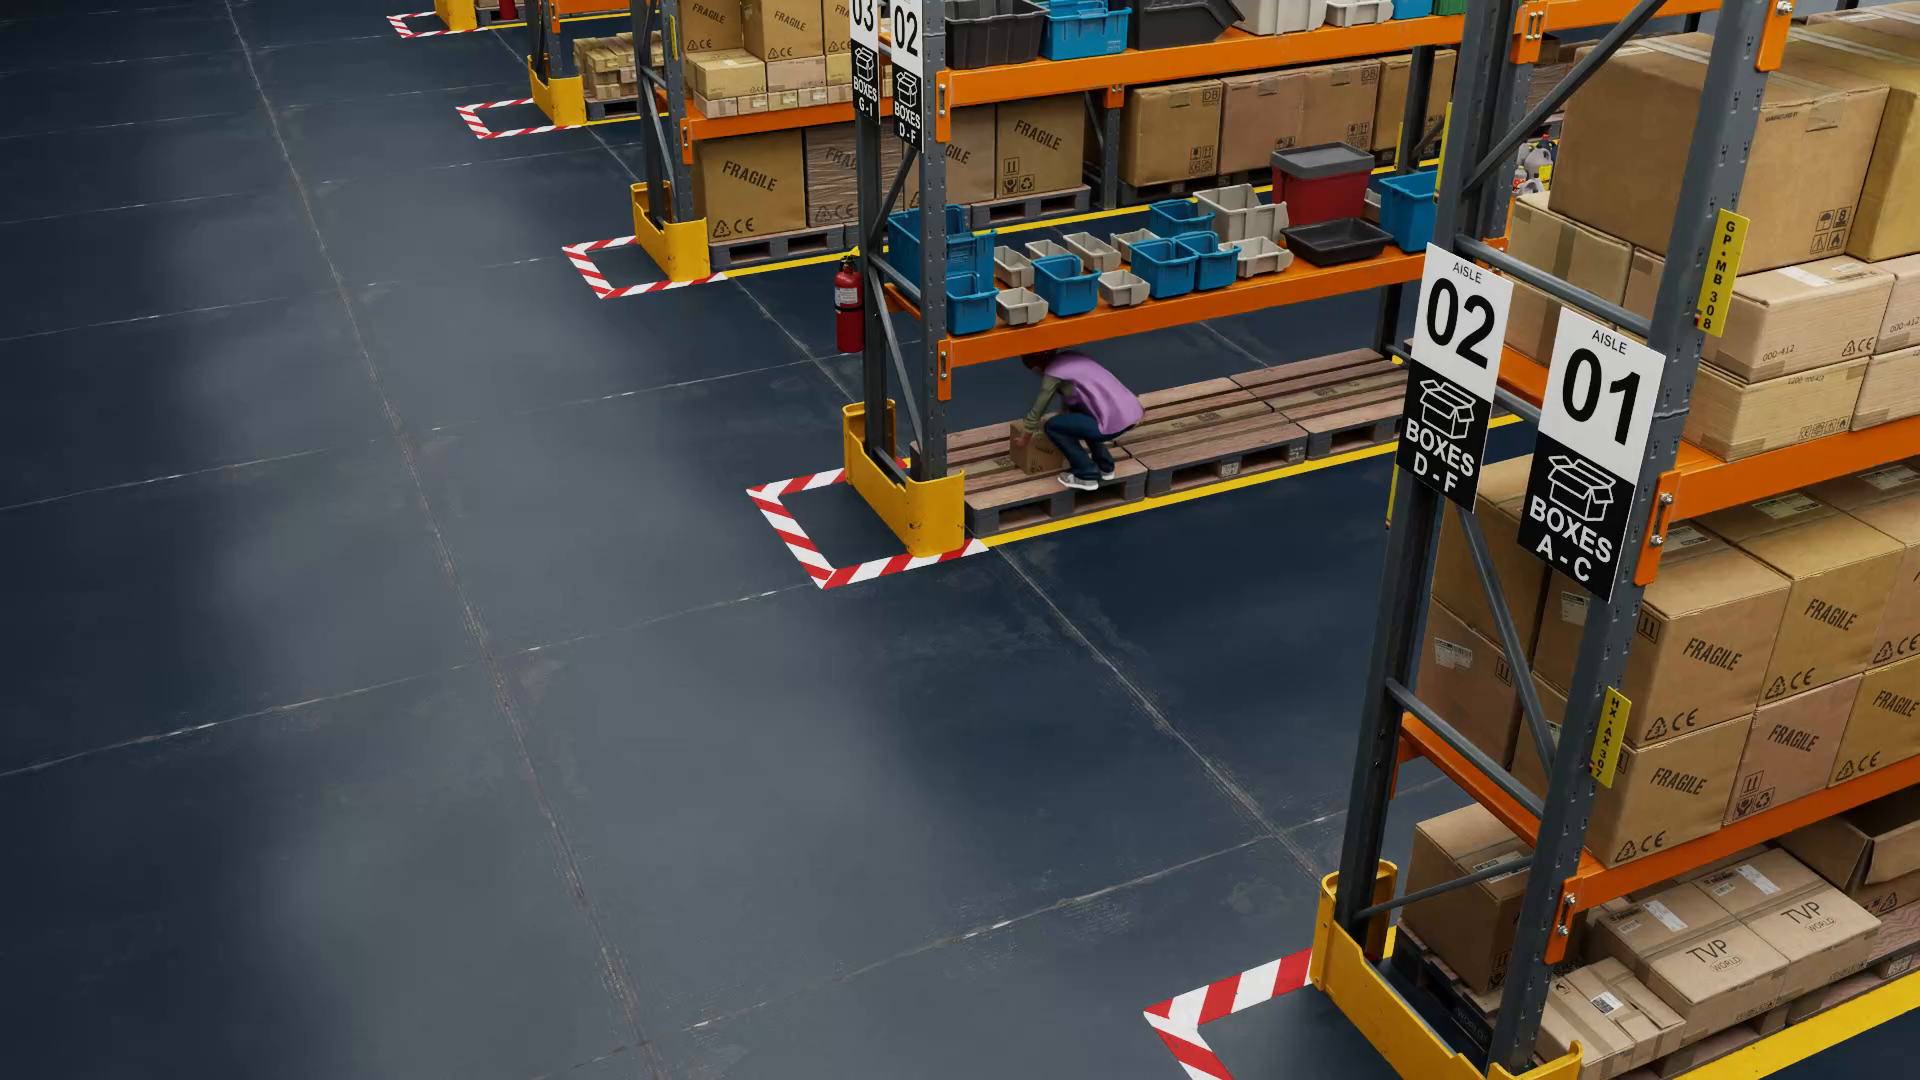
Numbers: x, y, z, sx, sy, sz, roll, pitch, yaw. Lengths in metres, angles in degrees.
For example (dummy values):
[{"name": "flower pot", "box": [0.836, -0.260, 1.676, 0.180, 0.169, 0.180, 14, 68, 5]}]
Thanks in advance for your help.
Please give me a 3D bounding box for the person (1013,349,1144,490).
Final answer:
[{"name": "person", "box": [0.720, -0.755, 10.078, 0.792, 0.871, 0.442, 21, 36, 32]}]
